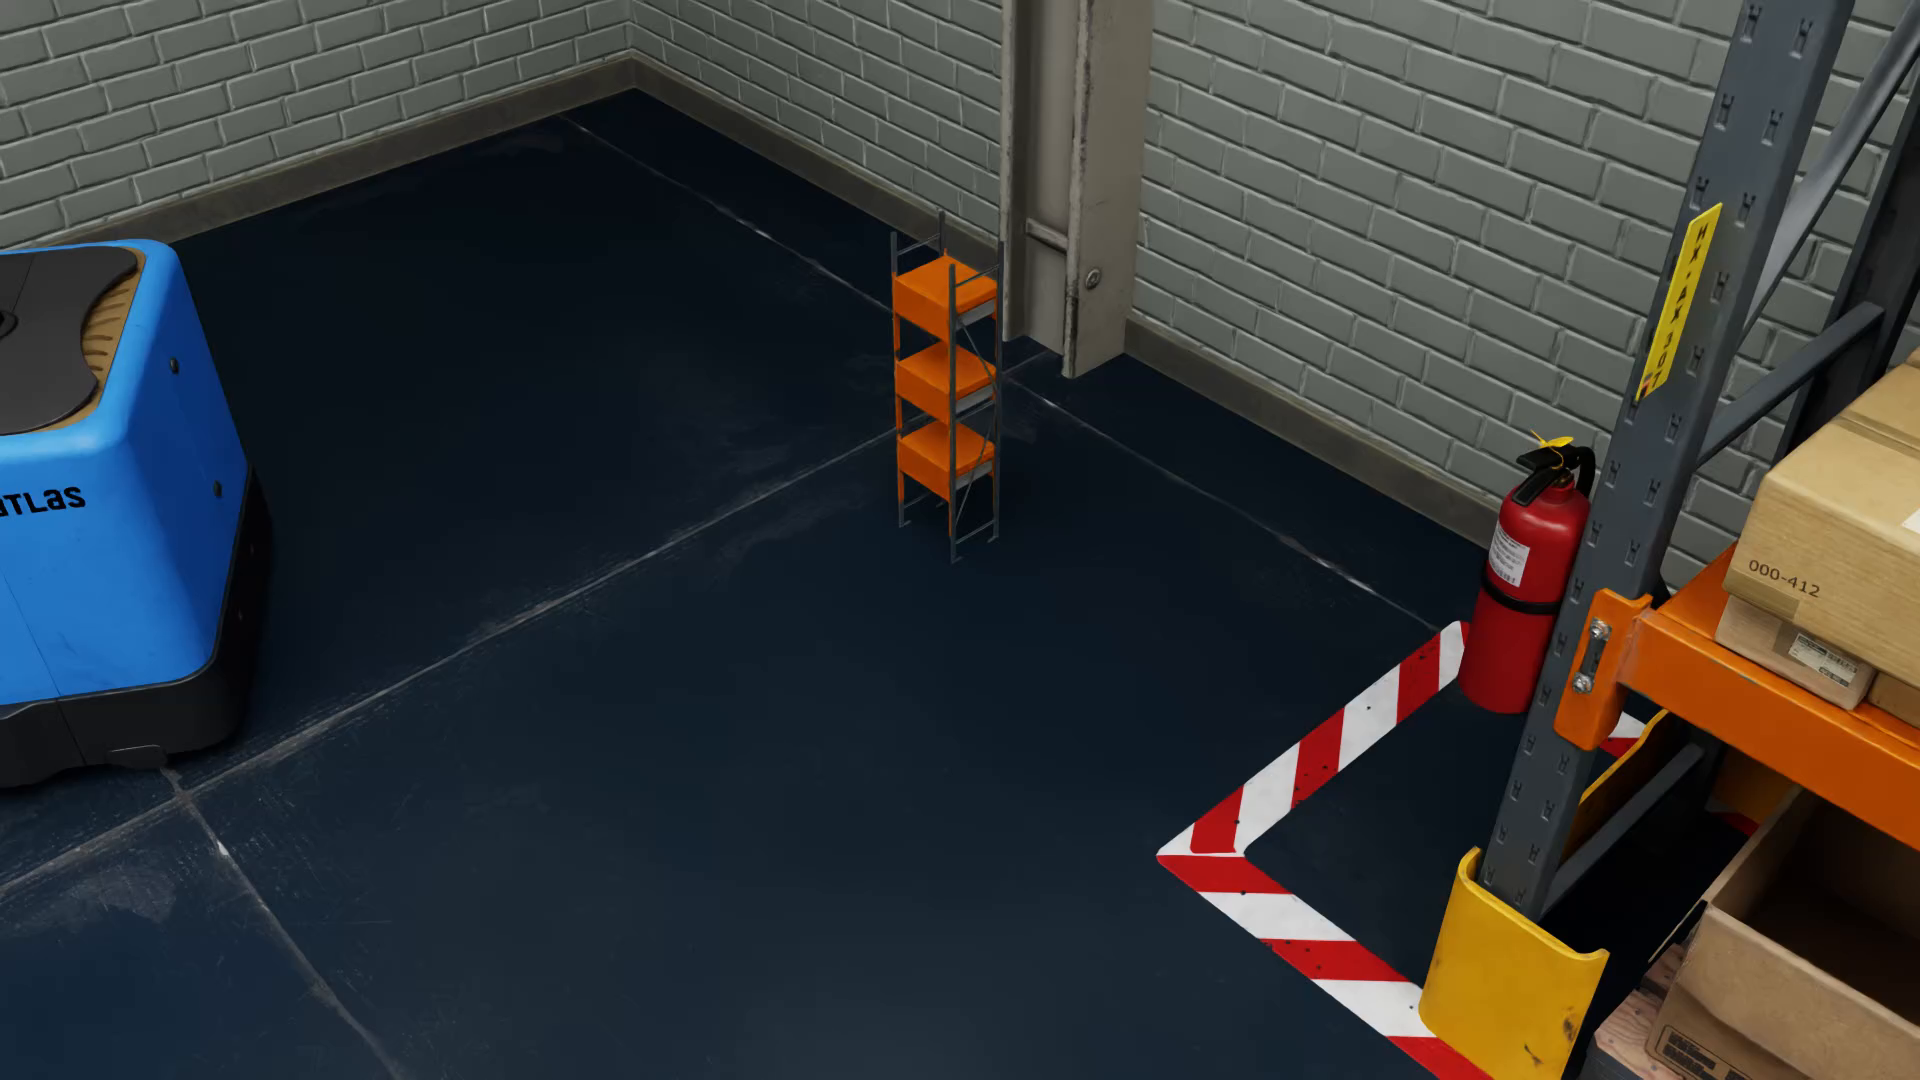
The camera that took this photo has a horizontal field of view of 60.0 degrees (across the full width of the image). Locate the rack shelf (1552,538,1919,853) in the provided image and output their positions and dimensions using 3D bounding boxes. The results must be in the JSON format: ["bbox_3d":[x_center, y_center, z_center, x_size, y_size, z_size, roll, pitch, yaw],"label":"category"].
[{"bbox_3d":[2.891,0.938,2.273,1.077,0.370,4.000,-30,48,-32],"label":"rack shelf"}]

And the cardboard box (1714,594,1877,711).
[{"bbox_3d":[1.559,0.099,2.940,0.380,0.149,0.250,-30,48,-32],"label":"cardboard box"}]

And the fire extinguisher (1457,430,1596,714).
[{"bbox_3d":[1.099,0.036,3.176,0.296,0.674,0.183,-30,48,-32],"label":"fire extinguisher"}]

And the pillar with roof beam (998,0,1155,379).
[{"bbox_3d":[-2.792,-2.402,1.063,9.100,9.000,0.400,-30,48,-32],"label":"pillar with roof beam"}]

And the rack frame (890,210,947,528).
[{"bbox_3d":[-0.119,-0.490,5.021,0.200,1.050,0.008,-30,48,-32],"label":"rack frame"}]

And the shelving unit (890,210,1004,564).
[{"bbox_3d":[-0.036,-0.433,4.951,0.215,1.050,0.252,-30,48,-32],"label":"shelving unit"}]

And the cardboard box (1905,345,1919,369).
[{"bbox_3d":[2.045,-0.224,3.023,0.500,0.250,0.500,-29,47,-31],"label":"cardboard box"}]

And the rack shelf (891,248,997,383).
[{"bbox_3d":[-0.036,-0.646,4.779,0.215,0.259,0.240,-30,48,-32],"label":"rack shelf"}]

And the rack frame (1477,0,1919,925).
[{"bbox_3d":[1.539,-0.267,3.193,1.000,3.000,0.127,-30,48,-32],"label":"rack frame"}]

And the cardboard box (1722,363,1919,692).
[{"bbox_3d":[1.647,0.000,2.745,0.500,0.250,0.500,-30,47,-32],"label":"cardboard box"}]

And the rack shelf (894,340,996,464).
[{"bbox_3d":[-0.036,-0.425,4.957,0.215,0.259,0.240,-30,48,-32],"label":"rack shelf"}]

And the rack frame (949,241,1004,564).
[{"bbox_3d":[0.046,-0.377,4.881,0.200,1.050,0.008,-30,48,-32],"label":"rack frame"}]

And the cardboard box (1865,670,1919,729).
[{"bbox_3d":[1.765,0.197,2.818,0.380,0.149,0.250,-29,47,-31],"label":"cardboard box"}]

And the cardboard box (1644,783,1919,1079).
[{"bbox_3d":[1.883,0.864,3.445,0.797,0.503,0.637,-32,49,-33],"label":"cardboard box"}]

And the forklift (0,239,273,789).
[{"bbox_3d":[-3.528,-0.657,3.730,3.031,2.935,1.130,-8,40,-10],"label":"forklift"}]

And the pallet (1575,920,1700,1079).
[{"bbox_3d":[2.130,1.222,3.570,1.003,0.211,1.213,-30,48,-32],"label":"pallet"}]

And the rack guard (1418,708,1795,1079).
[{"bbox_3d":[1.590,0.741,3.935,1.175,0.500,0.348,-30,48,-32],"label":"rack guard"}]

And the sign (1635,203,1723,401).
[{"bbox_3d":[1.139,-0.373,2.636,0.100,0.325,0.005,-30,48,-32],"label":"sign"}]

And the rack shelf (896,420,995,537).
[{"bbox_3d":[-0.036,-0.209,5.132,0.215,0.259,0.240,-30,48,-32],"label":"rack shelf"}]
